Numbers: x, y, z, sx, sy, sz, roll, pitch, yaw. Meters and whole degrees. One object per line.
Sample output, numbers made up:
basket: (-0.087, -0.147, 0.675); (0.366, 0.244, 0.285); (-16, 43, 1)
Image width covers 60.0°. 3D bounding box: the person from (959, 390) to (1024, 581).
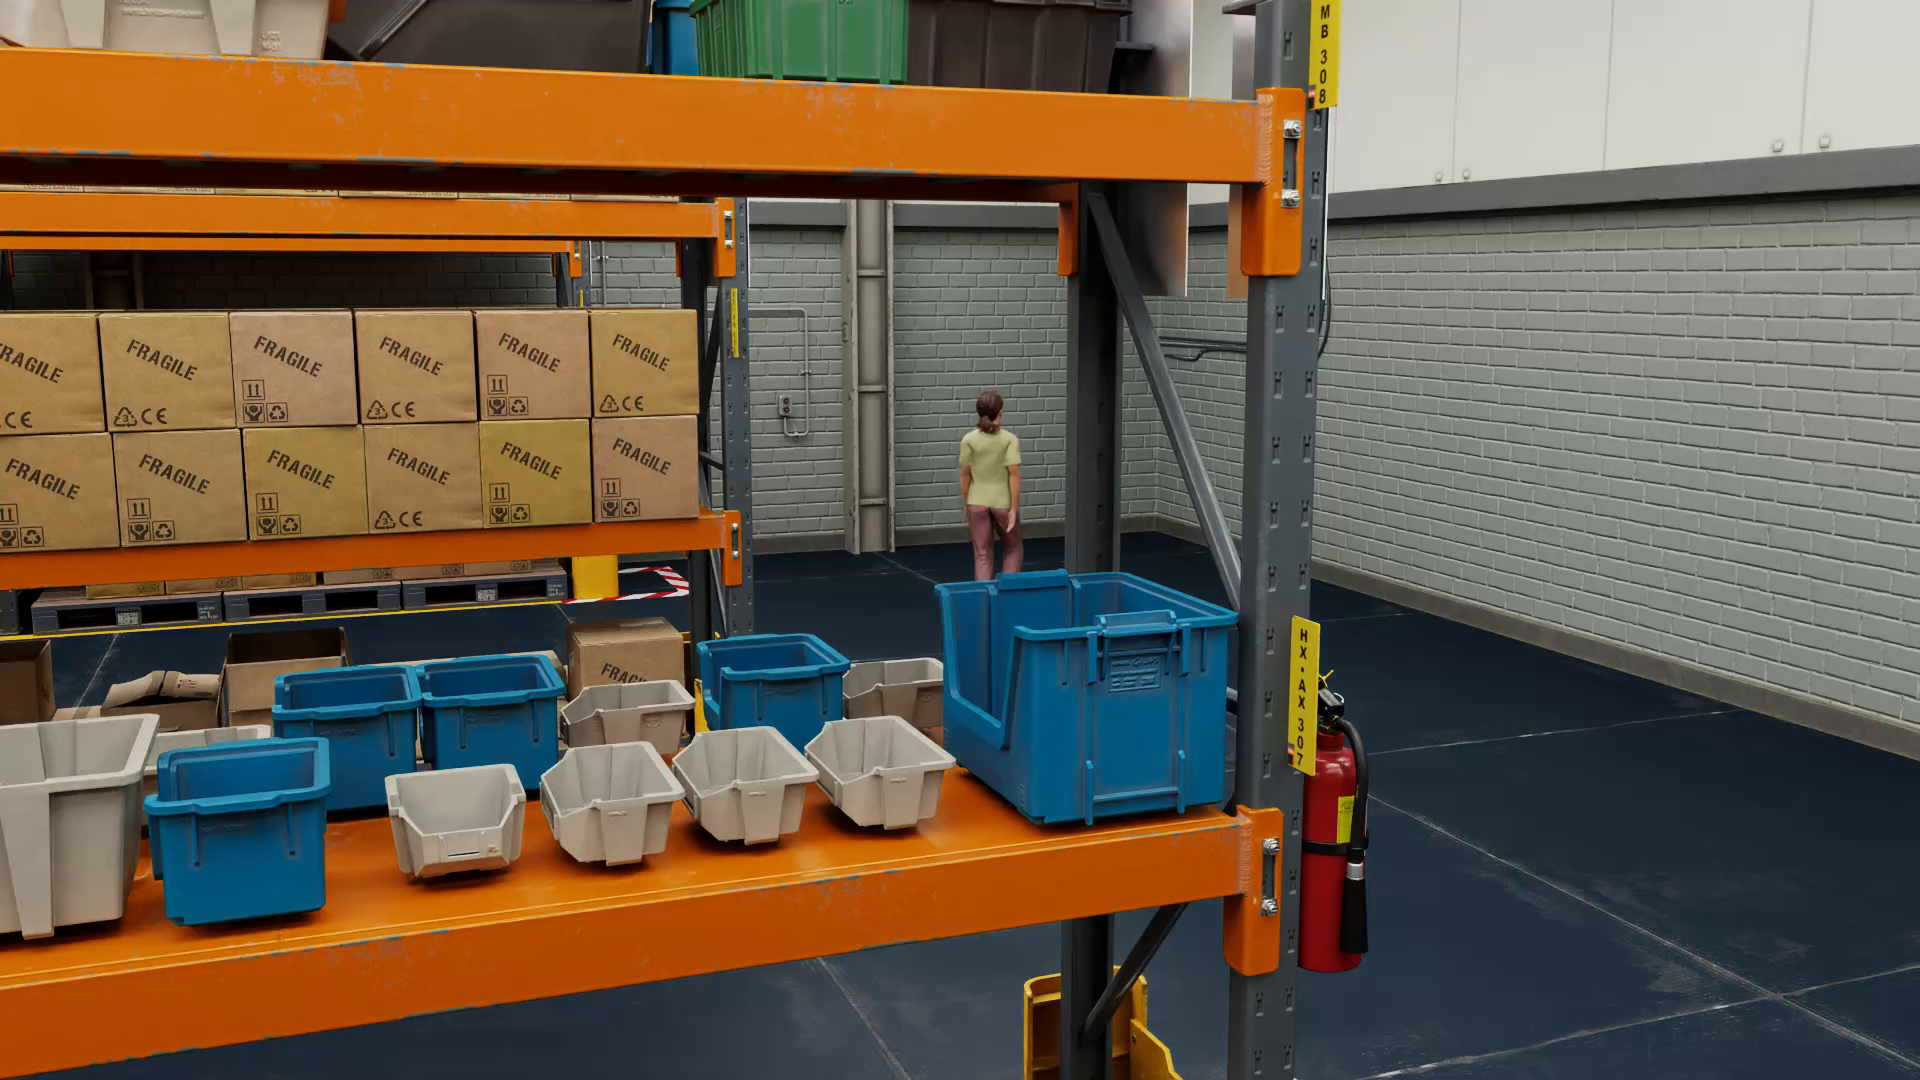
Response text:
person: (0.218, -0.182, 11.574); (0.445, 1.722, 0.500); (1, 9, 7)
